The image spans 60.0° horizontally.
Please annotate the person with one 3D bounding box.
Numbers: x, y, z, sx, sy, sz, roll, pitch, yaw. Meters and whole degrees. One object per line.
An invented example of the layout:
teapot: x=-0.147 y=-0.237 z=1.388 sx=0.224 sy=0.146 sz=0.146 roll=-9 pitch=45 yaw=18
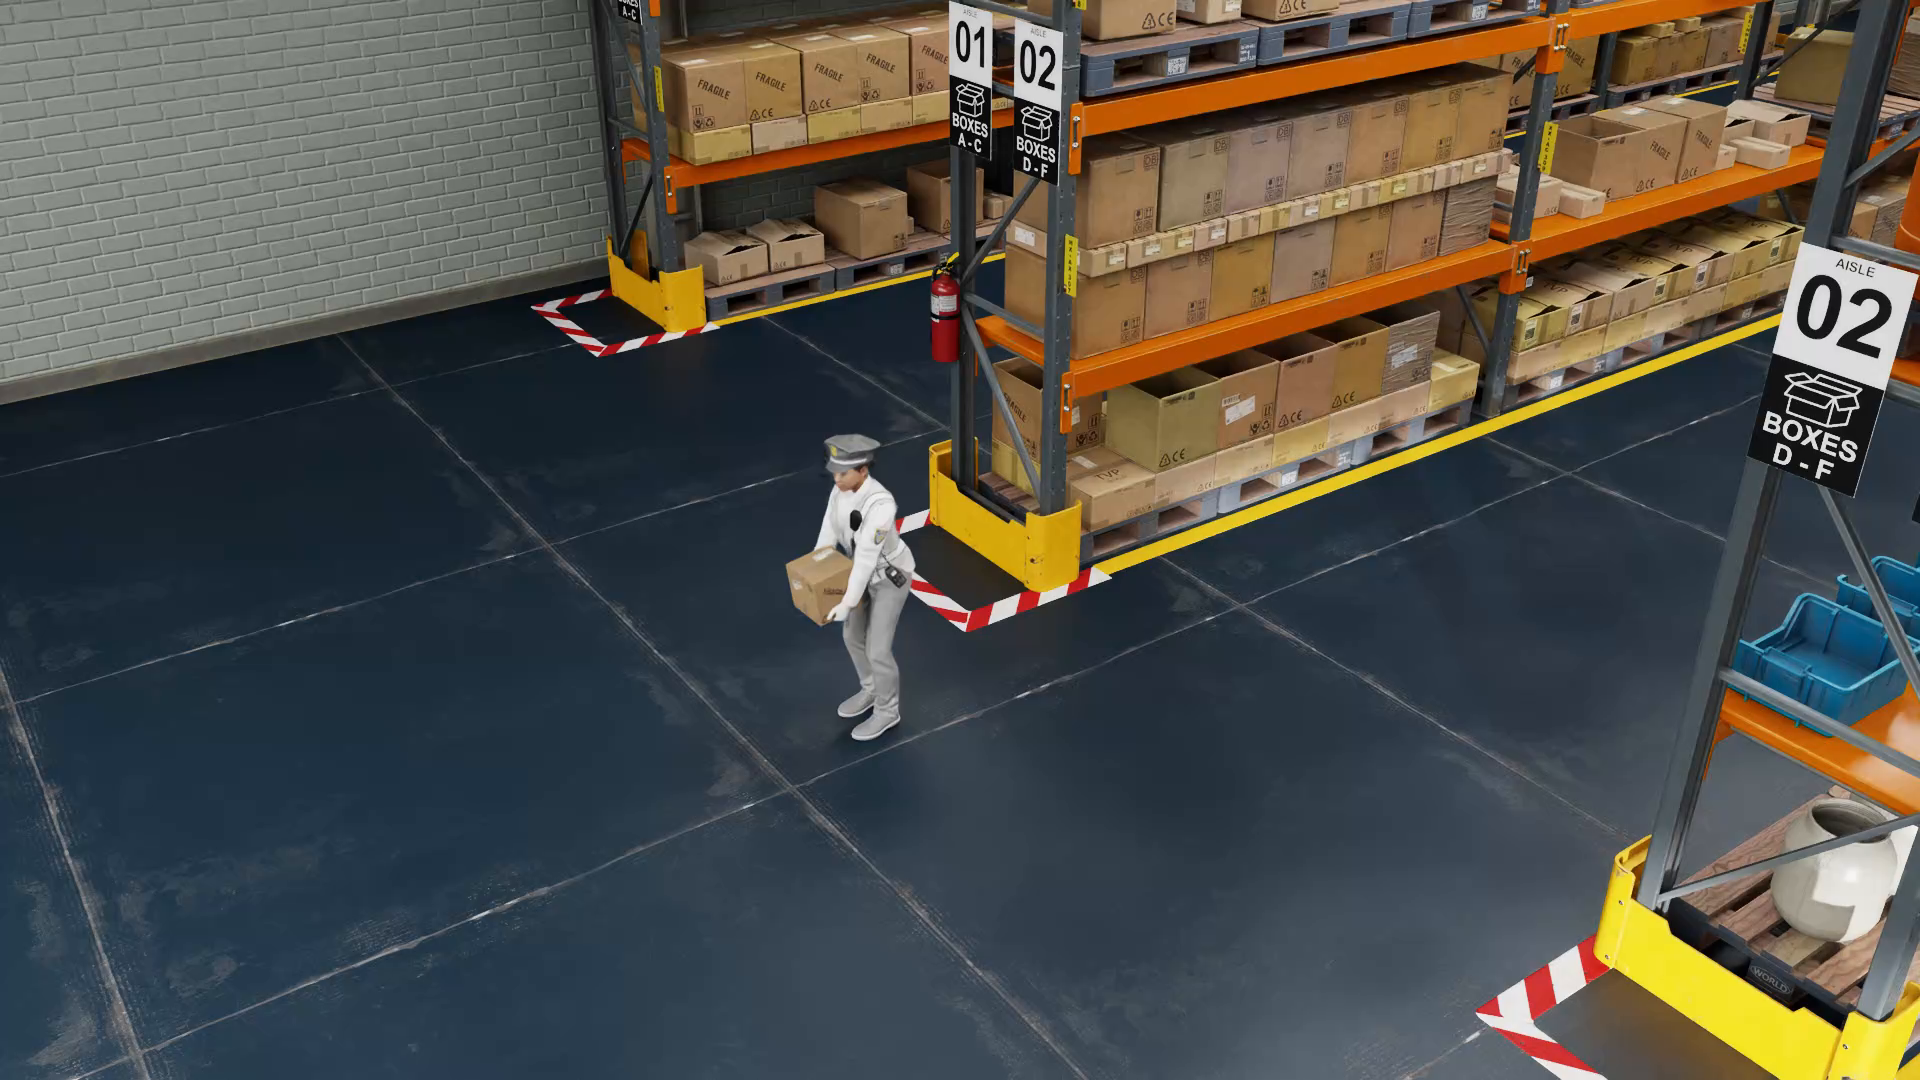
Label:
person: x=-0.490 y=0.231 z=8.230 sx=0.549 sy=1.648 sz=0.415 roll=-20 pitch=34 yaw=-31
